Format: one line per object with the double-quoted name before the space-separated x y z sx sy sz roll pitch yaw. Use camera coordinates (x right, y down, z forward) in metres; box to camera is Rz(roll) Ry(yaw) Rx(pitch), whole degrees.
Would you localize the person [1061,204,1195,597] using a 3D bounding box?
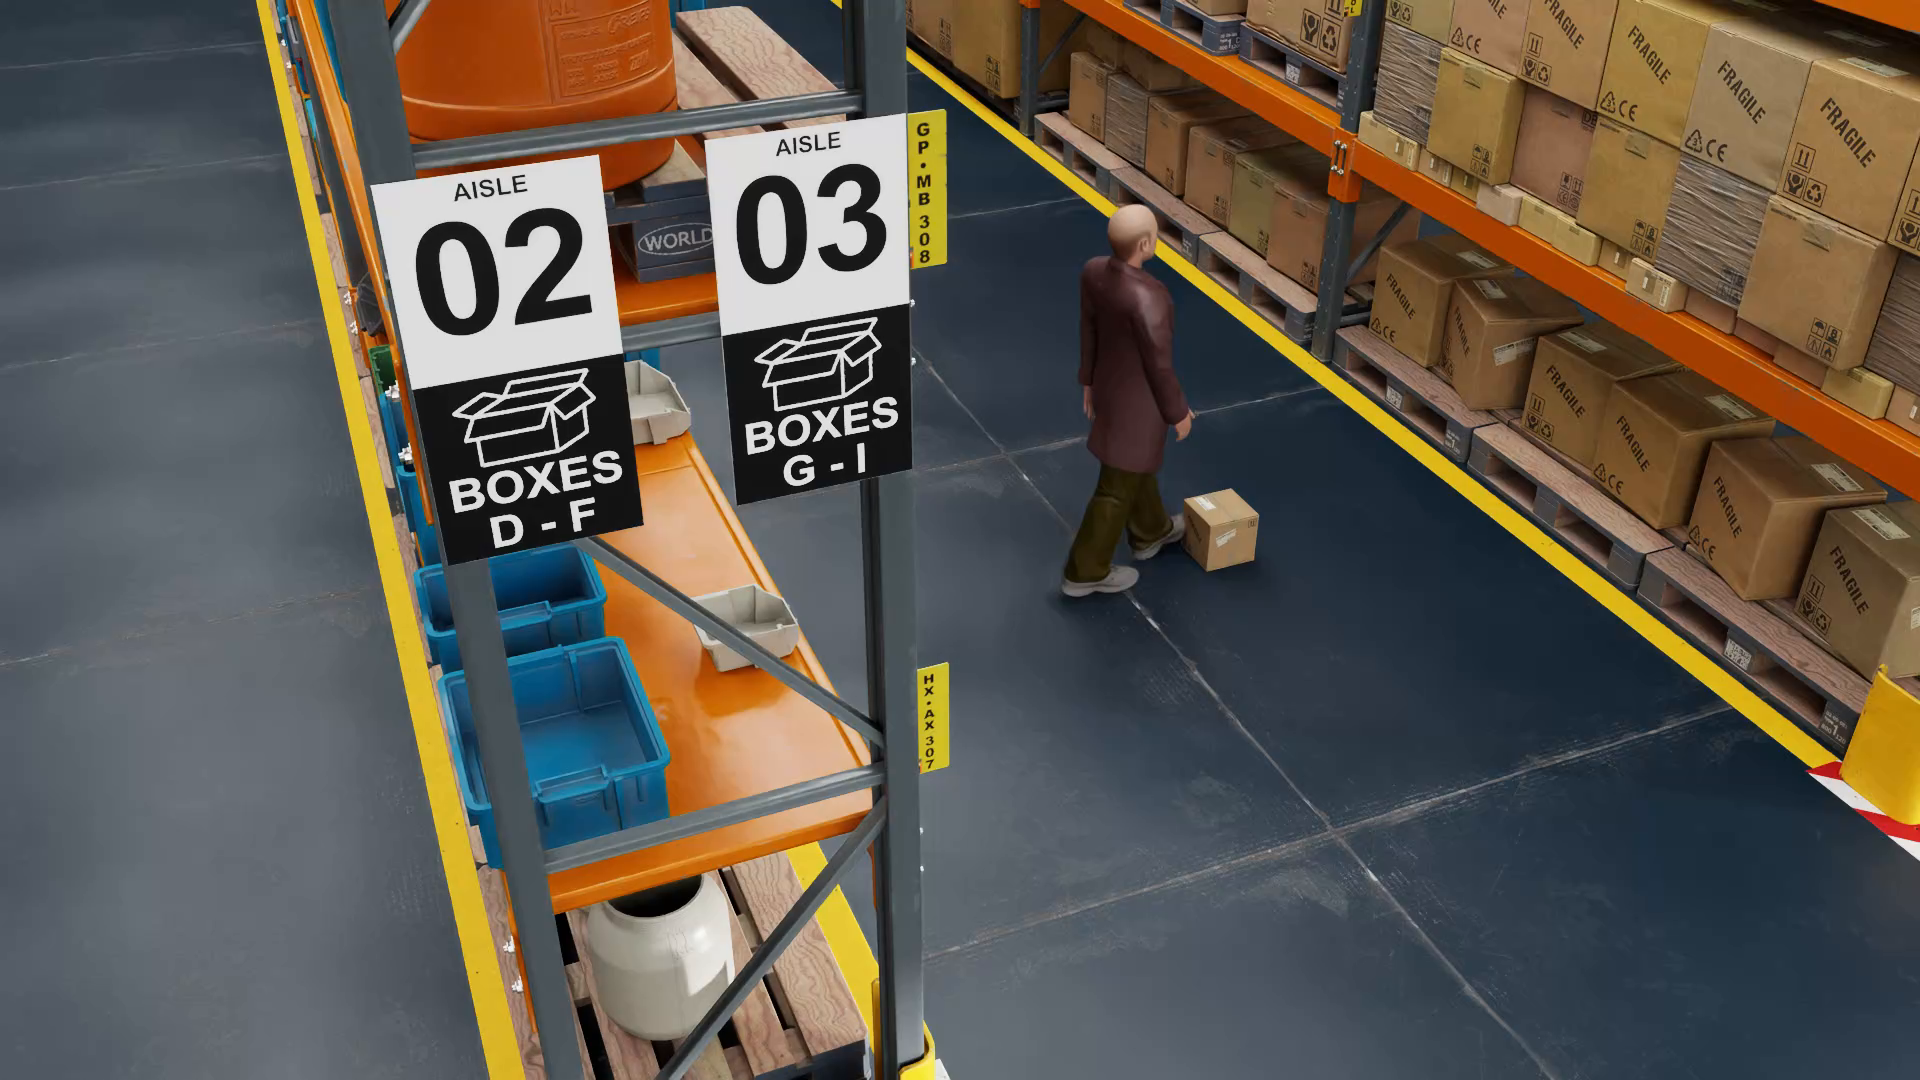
"person" 0.790 -0.596 7.089 0.789 1.777 0.579 -11 35 -17
